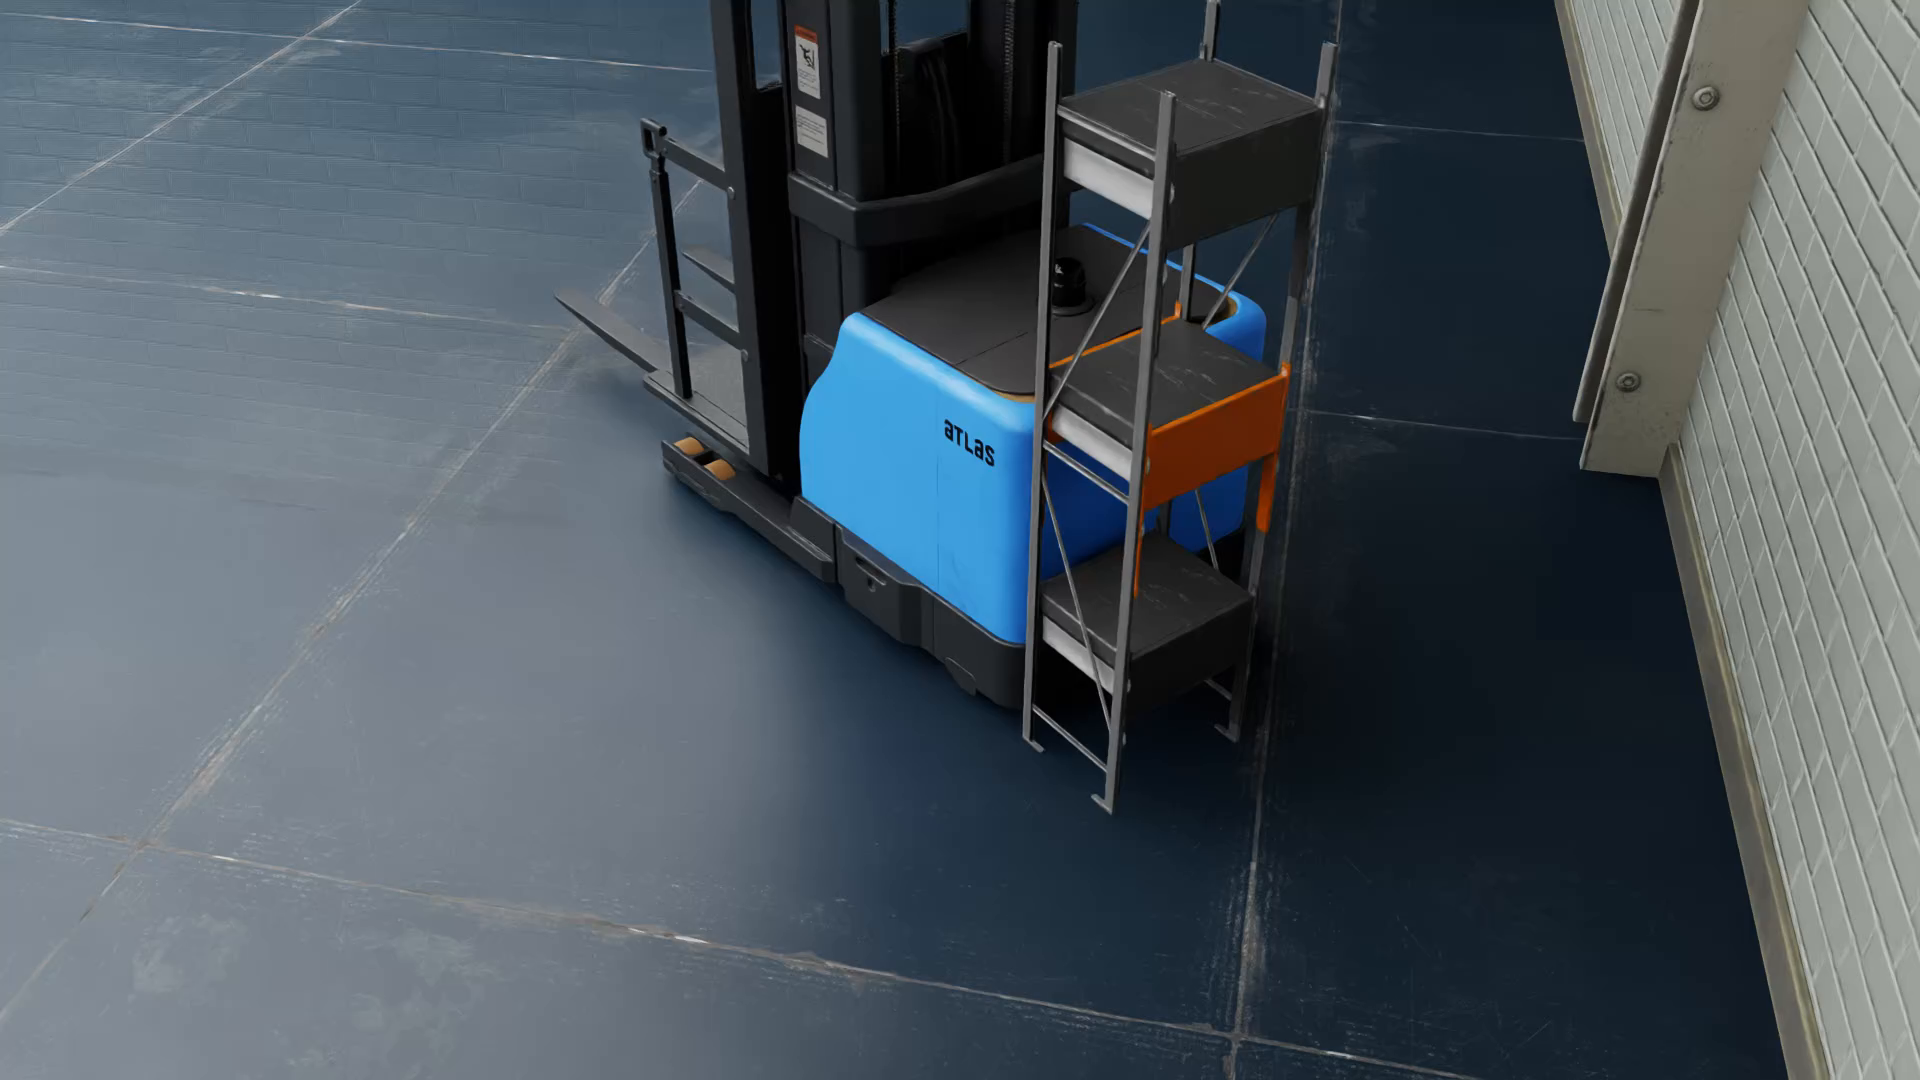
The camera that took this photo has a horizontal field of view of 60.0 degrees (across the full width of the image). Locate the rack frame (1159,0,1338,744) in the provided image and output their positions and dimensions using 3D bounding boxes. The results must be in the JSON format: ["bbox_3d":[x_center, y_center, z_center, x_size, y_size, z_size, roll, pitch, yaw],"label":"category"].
[{"bbox_3d":[0.705,-0.340,4.426,0.015,2.100,0.400,-24,43,-29],"label":"rack frame"}]

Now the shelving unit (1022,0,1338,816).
[{"bbox_3d":[0.511,-0.253,4.306,0.503,2.100,0.431,-24,43,-29],"label":"shelving unit"}]

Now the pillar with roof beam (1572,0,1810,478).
[{"bbox_3d":[-1.732,-4.538,4.343,9.100,9.000,0.400,7,37,10],"label":"pillar with roof beam"}]

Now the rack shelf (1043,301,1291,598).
[{"bbox_3d":[0.511,-0.242,4.315,0.480,0.518,0.431,-24,43,-29],"label":"rack shelf"}]

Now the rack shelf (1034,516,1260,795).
[{"bbox_3d":[0.507,0.321,4.729,0.480,0.518,0.431,-24,43,-29],"label":"rack shelf"}]

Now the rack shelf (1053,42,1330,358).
[{"bbox_3d":[0.515,-0.806,3.900,0.480,0.518,0.431,-24,43,-29],"label":"rack shelf"}]

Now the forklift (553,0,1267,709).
[{"bbox_3d":[-0.421,-1.475,5.288,1.130,2.935,3.031,-27,44,-32],"label":"forklift"}]

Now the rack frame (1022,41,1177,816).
[{"bbox_3d":[0.317,-0.167,4.187,0.015,2.100,0.400,-24,43,-29],"label":"rack frame"}]
